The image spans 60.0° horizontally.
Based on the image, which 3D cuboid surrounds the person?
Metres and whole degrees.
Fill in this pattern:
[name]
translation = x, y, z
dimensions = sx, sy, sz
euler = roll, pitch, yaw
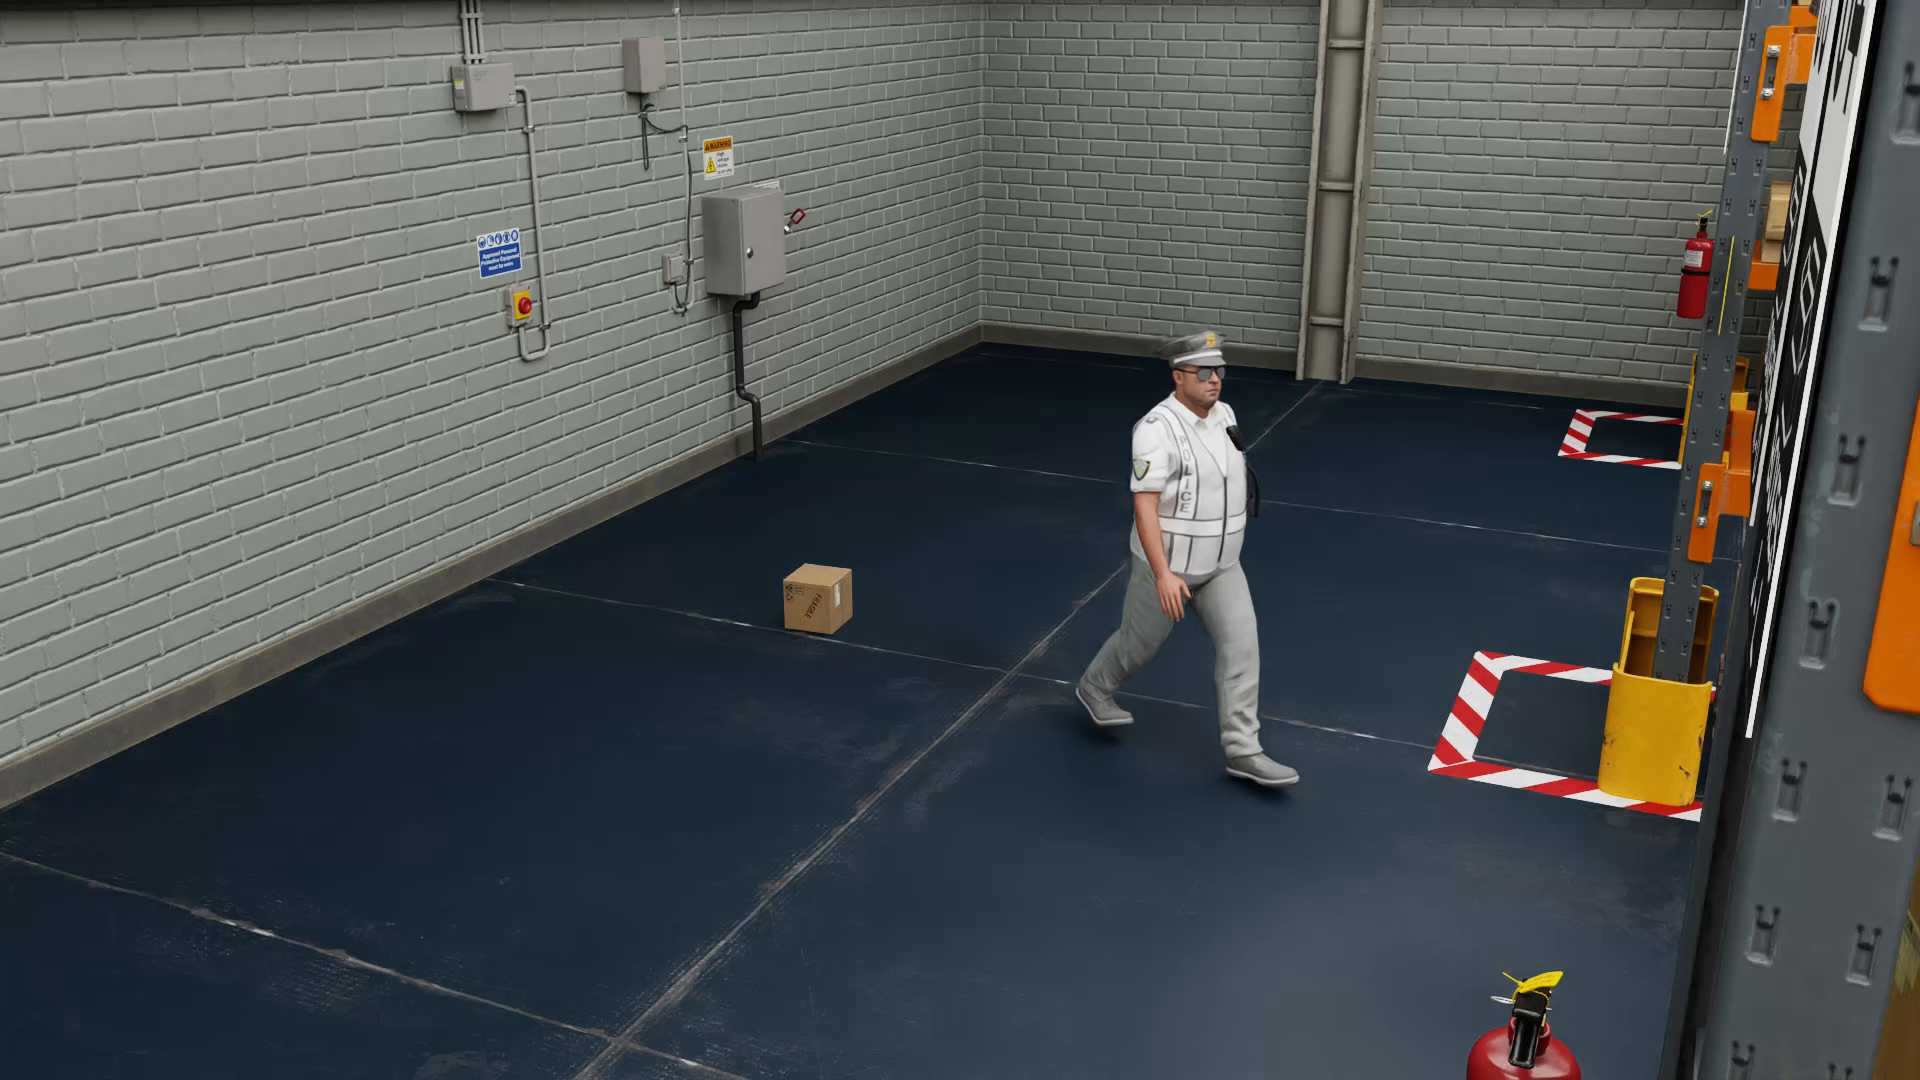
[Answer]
[person]
translation = 0.876, 0.048, 6.385
dimensions = 0.555, 1.728, 1.057
euler = -12, 22, -32
